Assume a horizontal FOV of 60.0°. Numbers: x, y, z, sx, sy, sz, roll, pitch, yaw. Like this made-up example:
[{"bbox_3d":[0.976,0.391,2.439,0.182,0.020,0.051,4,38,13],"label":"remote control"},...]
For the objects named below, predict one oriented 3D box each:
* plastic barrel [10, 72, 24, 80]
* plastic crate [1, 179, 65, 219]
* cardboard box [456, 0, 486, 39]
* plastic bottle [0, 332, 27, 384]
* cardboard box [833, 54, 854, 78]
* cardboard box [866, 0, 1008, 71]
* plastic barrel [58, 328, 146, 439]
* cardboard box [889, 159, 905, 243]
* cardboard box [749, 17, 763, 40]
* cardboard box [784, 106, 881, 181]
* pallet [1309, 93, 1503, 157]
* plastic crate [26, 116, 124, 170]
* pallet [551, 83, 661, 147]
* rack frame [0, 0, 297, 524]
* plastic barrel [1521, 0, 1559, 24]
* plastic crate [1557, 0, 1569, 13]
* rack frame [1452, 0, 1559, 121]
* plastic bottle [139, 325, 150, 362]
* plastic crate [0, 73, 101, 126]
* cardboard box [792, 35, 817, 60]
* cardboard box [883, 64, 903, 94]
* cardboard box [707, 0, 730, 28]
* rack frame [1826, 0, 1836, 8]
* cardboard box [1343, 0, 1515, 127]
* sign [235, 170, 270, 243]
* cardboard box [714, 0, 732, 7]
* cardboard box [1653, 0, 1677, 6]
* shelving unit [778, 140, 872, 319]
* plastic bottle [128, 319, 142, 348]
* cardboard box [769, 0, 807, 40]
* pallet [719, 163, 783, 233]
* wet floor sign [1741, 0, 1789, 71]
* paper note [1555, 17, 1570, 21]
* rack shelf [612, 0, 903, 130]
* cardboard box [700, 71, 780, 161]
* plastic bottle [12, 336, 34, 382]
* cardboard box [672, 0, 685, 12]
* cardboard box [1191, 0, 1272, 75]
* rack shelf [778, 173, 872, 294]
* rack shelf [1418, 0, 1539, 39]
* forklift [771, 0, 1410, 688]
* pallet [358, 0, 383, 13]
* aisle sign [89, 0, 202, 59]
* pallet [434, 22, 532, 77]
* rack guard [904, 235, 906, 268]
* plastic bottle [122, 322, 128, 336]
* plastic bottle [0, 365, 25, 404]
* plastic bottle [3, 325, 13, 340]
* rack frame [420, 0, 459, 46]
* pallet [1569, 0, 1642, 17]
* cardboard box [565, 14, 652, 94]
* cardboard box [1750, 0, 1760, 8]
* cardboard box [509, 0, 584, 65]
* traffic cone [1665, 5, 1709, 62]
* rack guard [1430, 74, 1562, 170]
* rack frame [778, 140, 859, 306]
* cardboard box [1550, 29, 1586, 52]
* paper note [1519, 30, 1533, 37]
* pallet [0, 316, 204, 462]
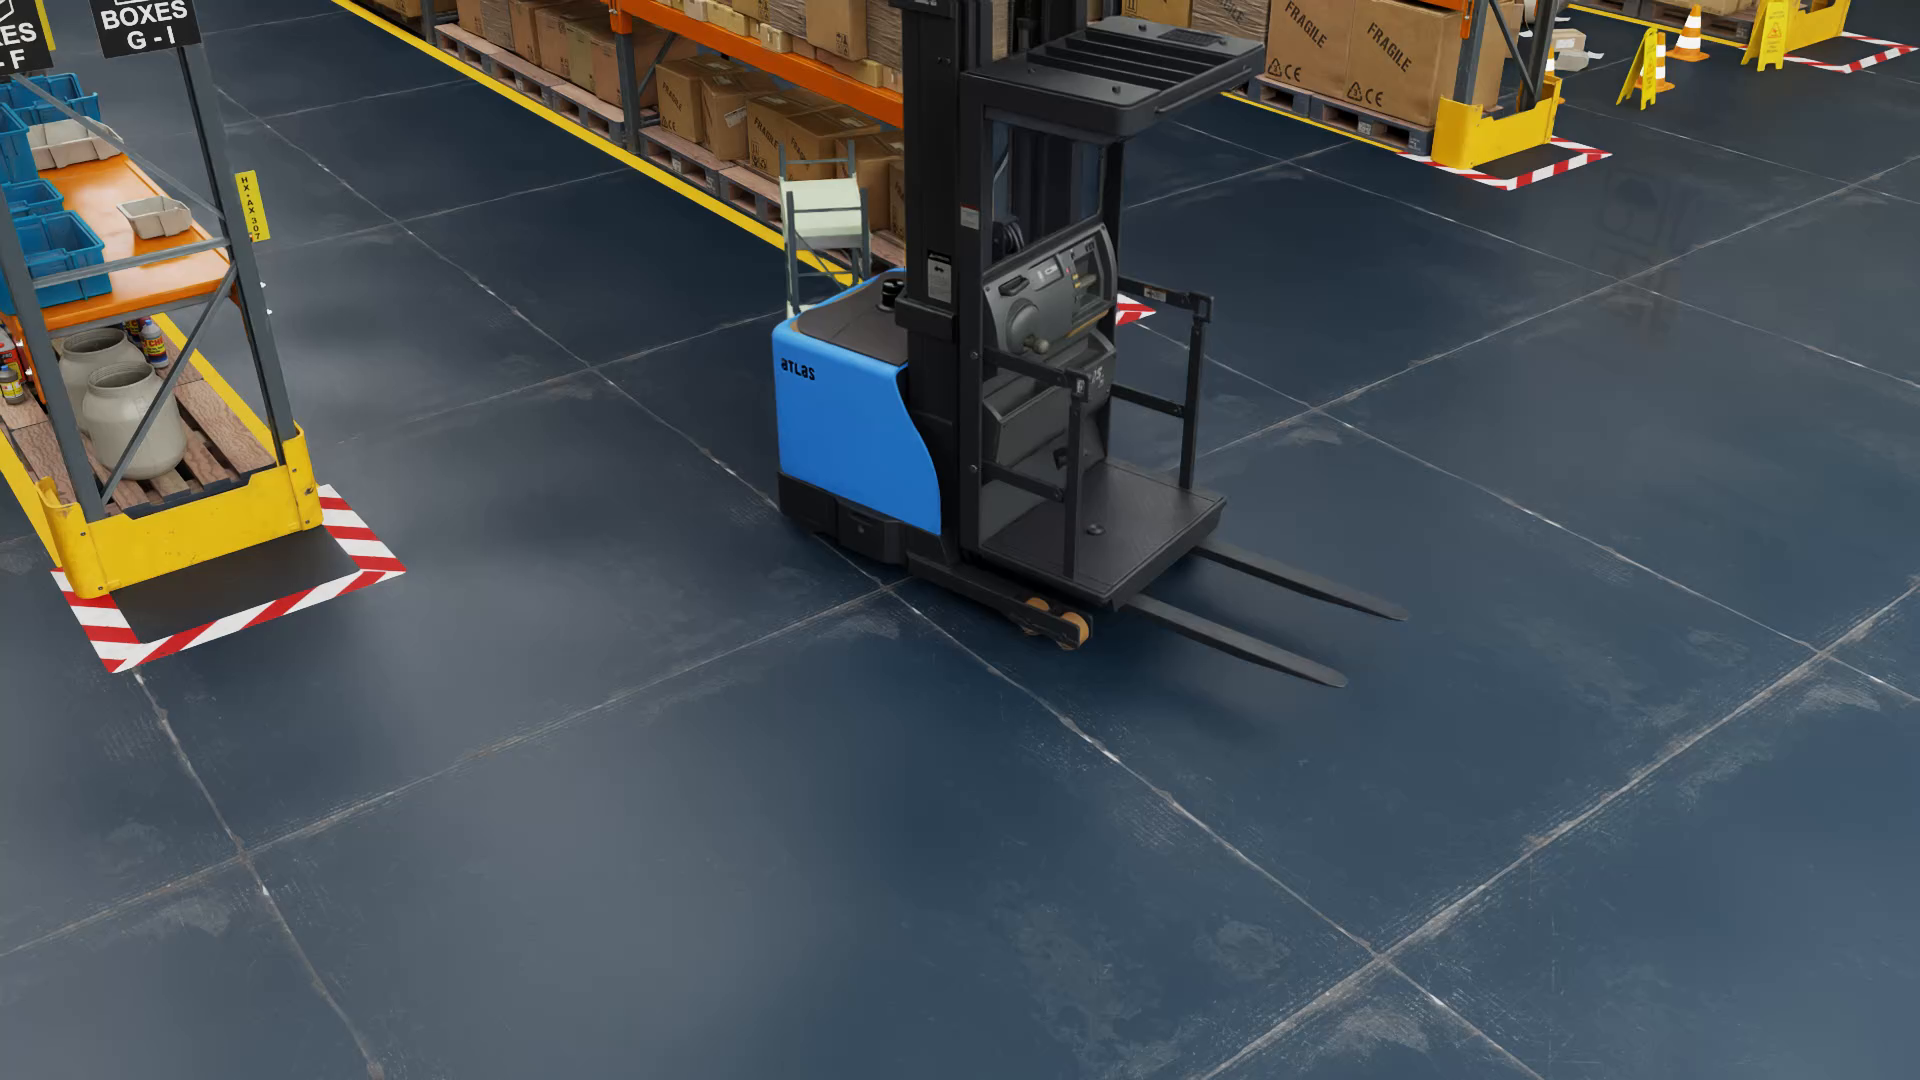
[{"bbox_3d":[-6.124,-3.366,10.351,0.600,0.901,0.708,-22,38,-31],"label":"plastic barrel"},{"bbox_3d":[-4.610,-1.548,8.040,0.499,0.251,0.408,-22,38,-31],"label":"plastic crate"},{"bbox_3d":[-4.240,-5.016,15.435,0.700,0.500,0.500,-25,39,-34],"label":"cardboard box"},{"bbox_3d":[-5.279,-0.994,9.172,0.152,0.276,0.135,-22,38,-31],"label":"plastic bottle"},{"bbox_3d":[-0.587,-3.076,10.597,0.380,0.149,0.250,-22,38,-31],"label":"cardboard box"},{"bbox_3d":[-0.077,-3.236,10.241,0.875,0.500,0.500,-22,38,-31],"label":"cardboard box"},{"bbox_3d":[-4.445,-0.807,8.666,0.421,0.512,0.421,0,32,0],"label":"plastic barrel"},{"bbox_3d":[-0.131,-2.212,10.939,0.500,0.500,0.500,-15,35,-23],"label":"cardboard box"},{"bbox_3d":[-1.200,-3.493,11.268,0.380,0.149,0.250,-22,38,-31],"label":"cardboard box"},{"bbox_3d":[-0.893,-2.717,11.752,0.500,0.500,0.500,-19,36,-27],"label":"cardboard box"},{"bbox_3d":[3.667,-3.515,13.710,1.003,0.211,1.213,-22,38,-31],"label":"pallet"},{"bbox_3d":[-4.930,-2.187,9.178,0.530,0.136,0.437,-22,38,-31],"label":"plastic crate"},{"bbox_3d":[-2.692,-3.636,13.904,1.003,0.211,1.213,-22,38,-31],"label":"pallet"},{"bbox_3d":[-3.673,-1.227,7.382,1.000,3.000,0.127,-22,38,-31],"label":"rack frame"},{"bbox_3d":[5.605,-5.312,16.402,0.512,0.421,0.421,1,32,2],"label":"plastic barrel"},{"bbox_3d":[5.929,-5.543,17.099,0.583,0.080,0.402,18,36,27],"label":"plastic crate"},{"bbox_3d":[4.219,-4.392,12.478,1.000,3.000,0.127,-22,38,-31],"label":"rack frame"},{"bbox_3d":[-4.603,-1.125,9.453,0.097,0.201,0.097,0,32,0],"label":"plastic bottle"},{"bbox_3d":[-5.233,-2.457,9.505,0.499,0.251,0.616,-22,38,-31],"label":"plastic crate"},{"bbox_3d":[-0.878,-3.290,10.943,0.380,0.149,0.250,-22,38,-31],"label":"cardboard box"},{"bbox_3d":[-0.252,-2.879,10.281,0.380,0.149,0.250,-22,38,-31],"label":"cardboard box"},{"bbox_3d":[-1.534,-3.690,11.586,0.380,0.149,0.250,-22,38,-31],"label":"cardboard box"},{"bbox_3d":[8.067,-6.036,15.125,1.000,3.000,0.127,-22,38,-31],"label":"rack frame"},{"bbox_3d":[3.751,-3.929,13.349,0.875,0.875,0.875,-22,38,-31],"label":"cardboard box"},{"bbox_3d":[-3.236,-1.521,7.593,0.100,0.325,0.005,-22,38,-31],"label":"sign"},{"bbox_3d":[-1.322,-4.062,11.571,0.875,0.500,0.500,-22,38,-31],"label":"cardboard box"},{"bbox_3d":[7.048,-5.514,16.494,0.500,0.250,0.500,-22,38,-31],"label":"cardboard box"},{"bbox_3d":[-0.708,-1.277,8.884,0.431,1.500,0.755,-4,32,-7],"label":"shelving unit"},{"bbox_3d":[-4.749,-1.254,9.595,0.097,0.271,0.097,0,32,0],"label":"plastic bottle"},{"bbox_3d":[-0.750,-3.628,10.872,0.875,0.500,0.500,-22,38,-31],"label":"cardboard box"},{"bbox_3d":[-1.022,-2.535,12.131,1.003,0.211,1.213,-22,38,-31],"label":"pallet"},{"bbox_3d":[7.338,-4.610,15.061,0.267,0.644,0.232,-10,33,-15],"label":"wet floor sign"},{"bbox_3d":[5.999,-5.204,16.599,0.148,0.019,0.142,18,36,27],"label":"paper note"},{"bbox_3d":[-0.987,-3.357,11.494,1.077,0.370,4.000,-22,38,-31],"label":"rack shelf"},{"bbox_3d":[-1.643,-3.197,12.526,0.500,0.500,0.500,-11,33,-16],"label":"cardboard box"},{"bbox_3d":[-5.195,-1.032,9.226,0.061,0.283,0.133,-22,38,-31],"label":"plastic bottle"},{"bbox_3d":[-1.841,-3.898,11.921,0.380,0.149,0.250,-22,38,-31],"label":"cardboard box"},{"bbox_3d":[2.652,-4.676,14.551,0.875,0.875,0.875,-22,38,-31],"label":"cardboard box"},{"bbox_3d":[-0.708,-1.608,8.678,0.431,0.370,0.720,-4,32,-7],"label":"rack shelf"},{"bbox_3d":[2.993,-4.920,14.010,1.077,0.370,4.000,-22,38,-31],"label":"rack shelf"},{"bbox_3d":[0.572,-1.071,7.196,3.031,2.935,1.130,22,38,31],"label":"forklift"},{"bbox_3d":[-5.835,-5.840,17.453,1.003,0.211,1.213,-22,38,-31],"label":"pallet"},{"bbox_3d":[-3.398,-2.396,6.801,0.394,0.787,0.004,-22,38,-31],"label":"aisle sign"},{"bbox_3d":[-4.189,-4.653,15.541,1.003,0.211,1.213,-22,38,-31],"label":"pallet"},{"bbox_3d":[0.192,-1.799,10.673,1.175,0.500,0.348,-22,38,-31],"label":"rack guard"},{"bbox_3d":[-4.871,-1.307,9.747,0.097,0.201,0.097,0,32,0],"label":"plastic bottle"},{"bbox_3d":[-5.146,-0.849,9.009,0.097,0.201,0.097,0,32,0],"label":"plastic bottle"},{"bbox_3d":[-5.400,-1.145,9.487,0.097,0.201,0.097,0,32,0],"label":"plastic bottle"},{"bbox_3d":[-4.667,-6.164,15.331,1.000,3.000,0.127,-22,38,-31],"label":"rack frame"},{"bbox_3d":[6.806,-5.741,17.293,1.003,0.211,1.213,-22,38,-31],"label":"pallet"},{"bbox_3d":[-2.851,-4.089,13.943,0.700,0.500,0.500,-23,38,-32],"label":"cardboard box"},{"bbox_3d":[7.791,-5.472,16.425,0.500,0.250,0.500,-23,38,-32],"label":"cardboard box"},{"bbox_3d":[-3.537,-4.555,14.693,0.700,0.500,0.500,-19,37,-28],"label":"cardboard box"},{"bbox_3d":[6.784,-4.720,15.411,0.336,0.463,0.334,-22,38,-31],"label":"traffic cone"},{"bbox_3d":[4.234,-3.320,13.122,1.175,0.500,0.348,-22,38,-31],"label":"rack guard"},{"bbox_3d":[-0.761,-1.468,9.192,0.400,1.500,0.023,-4,32,-7],"label":"rack frame"},{"bbox_3d":[5.668,-4.717,15.704,0.380,0.149,0.250,-4,32,-7],"label":"cardboard box"},{"bbox_3d":[5.513,-4.922,16.157,0.148,0.019,0.142,-10,33,-15],"label":"paper note"},{"bbox_3d":[-4.995,-0.907,9.511,1.003,0.211,1.213,-22,38,-31],"label":"pallet"}]
